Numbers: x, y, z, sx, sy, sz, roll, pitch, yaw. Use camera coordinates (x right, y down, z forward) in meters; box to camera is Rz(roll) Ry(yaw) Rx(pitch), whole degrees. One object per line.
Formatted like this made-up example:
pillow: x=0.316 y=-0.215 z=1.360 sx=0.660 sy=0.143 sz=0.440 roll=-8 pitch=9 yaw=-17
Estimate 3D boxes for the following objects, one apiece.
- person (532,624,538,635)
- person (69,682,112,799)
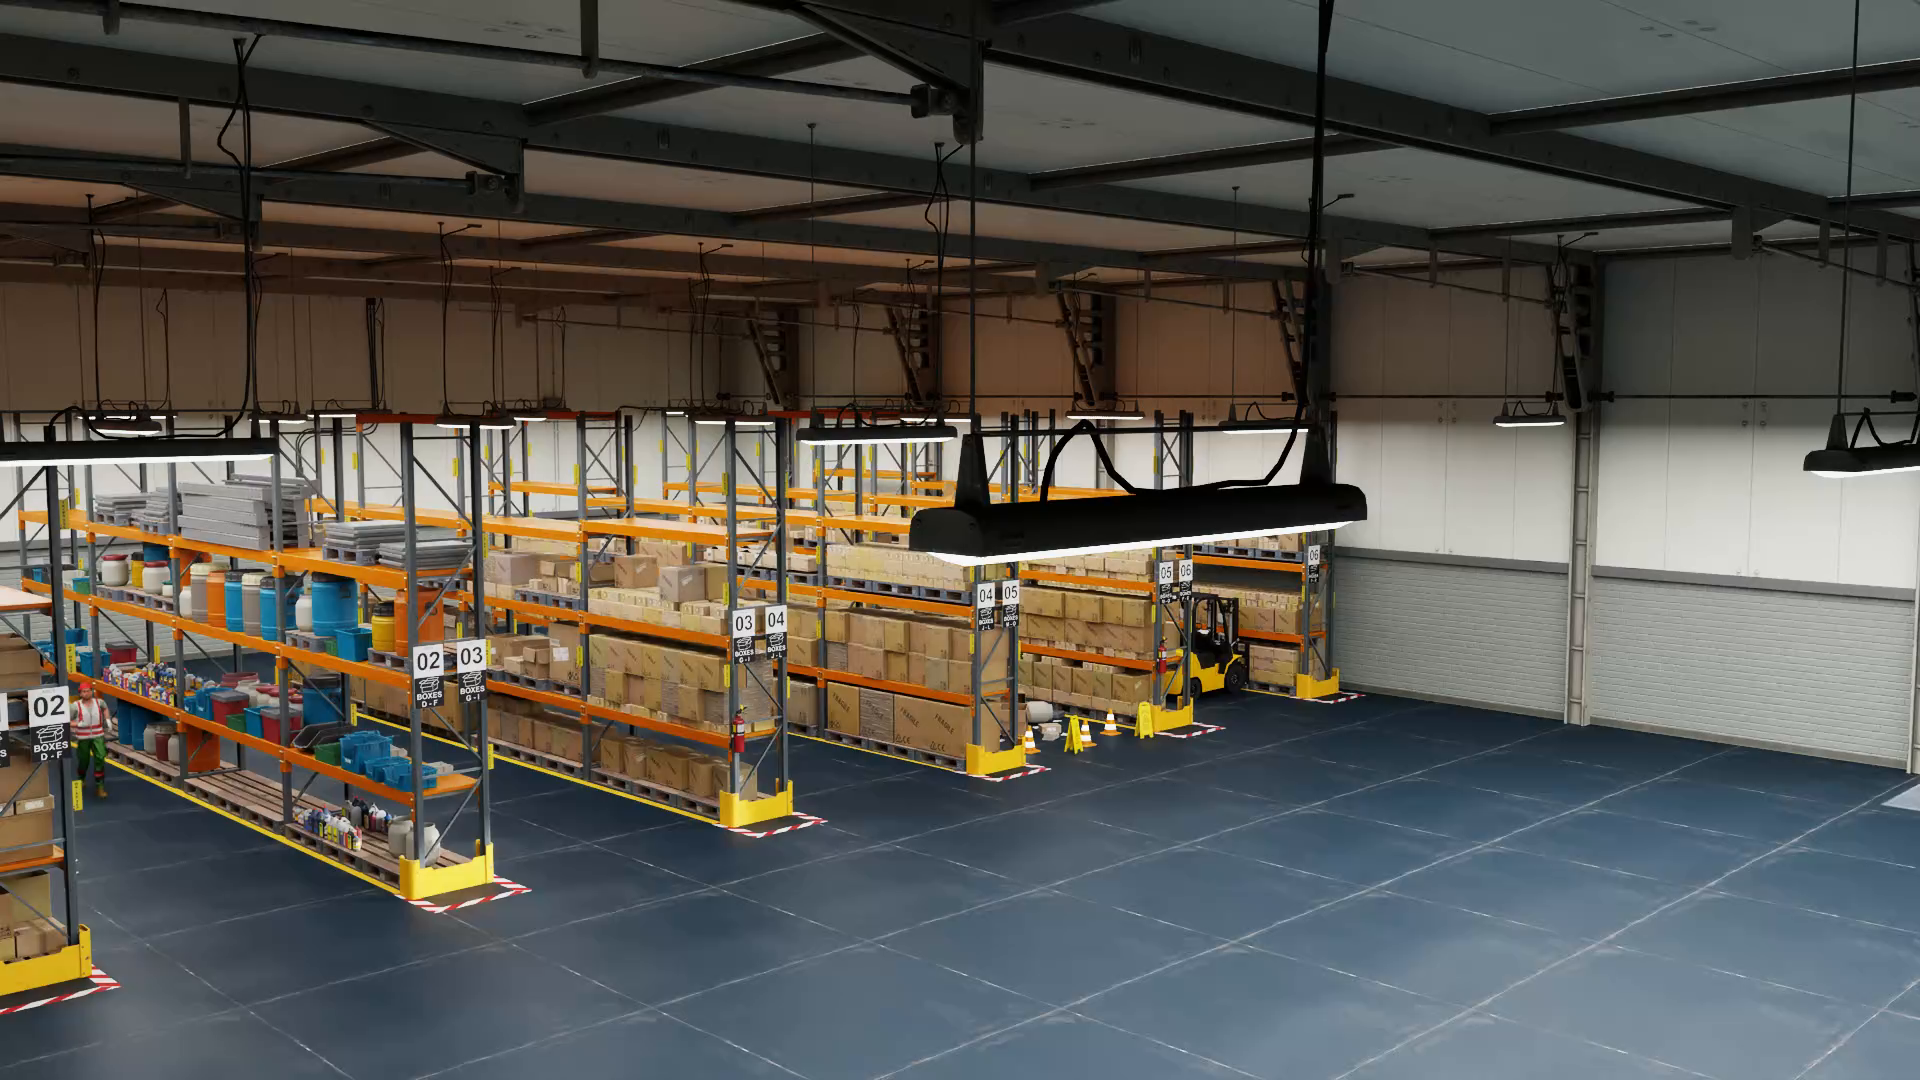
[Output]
person: x=-10.572 y=1.902 z=41.027 sx=0.642 sy=1.820 sz=0.689 roll=4 pitch=6 yaw=37
person: x=-13.771 y=3.143 z=26.335 sx=0.668 sy=1.786 sz=0.981 roll=-4 pitch=6 yaw=-38
